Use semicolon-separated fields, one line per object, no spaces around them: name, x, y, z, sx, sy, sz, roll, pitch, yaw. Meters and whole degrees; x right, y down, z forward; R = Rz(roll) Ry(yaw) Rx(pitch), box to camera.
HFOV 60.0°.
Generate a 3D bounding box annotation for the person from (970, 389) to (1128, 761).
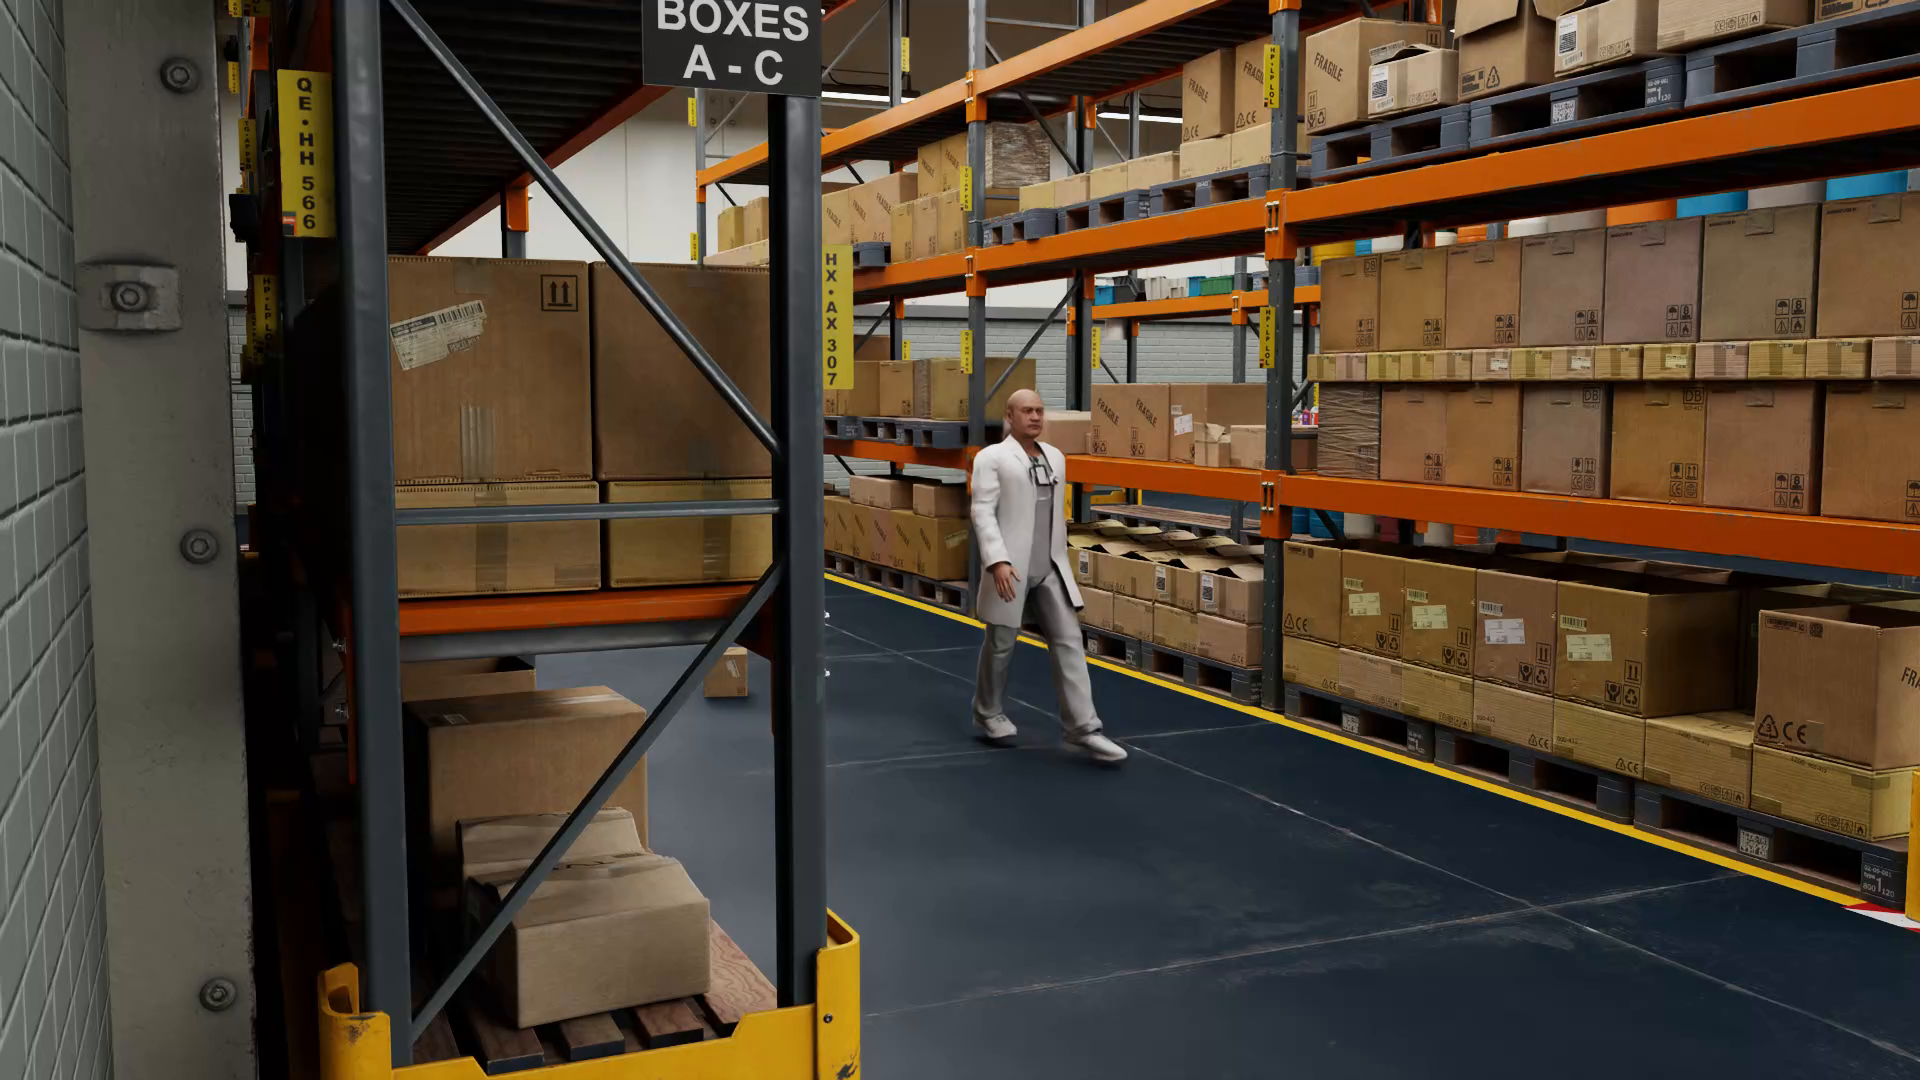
person;0.363;0.143;7.980;0.623;1.728;1.047;-3;6;-28
